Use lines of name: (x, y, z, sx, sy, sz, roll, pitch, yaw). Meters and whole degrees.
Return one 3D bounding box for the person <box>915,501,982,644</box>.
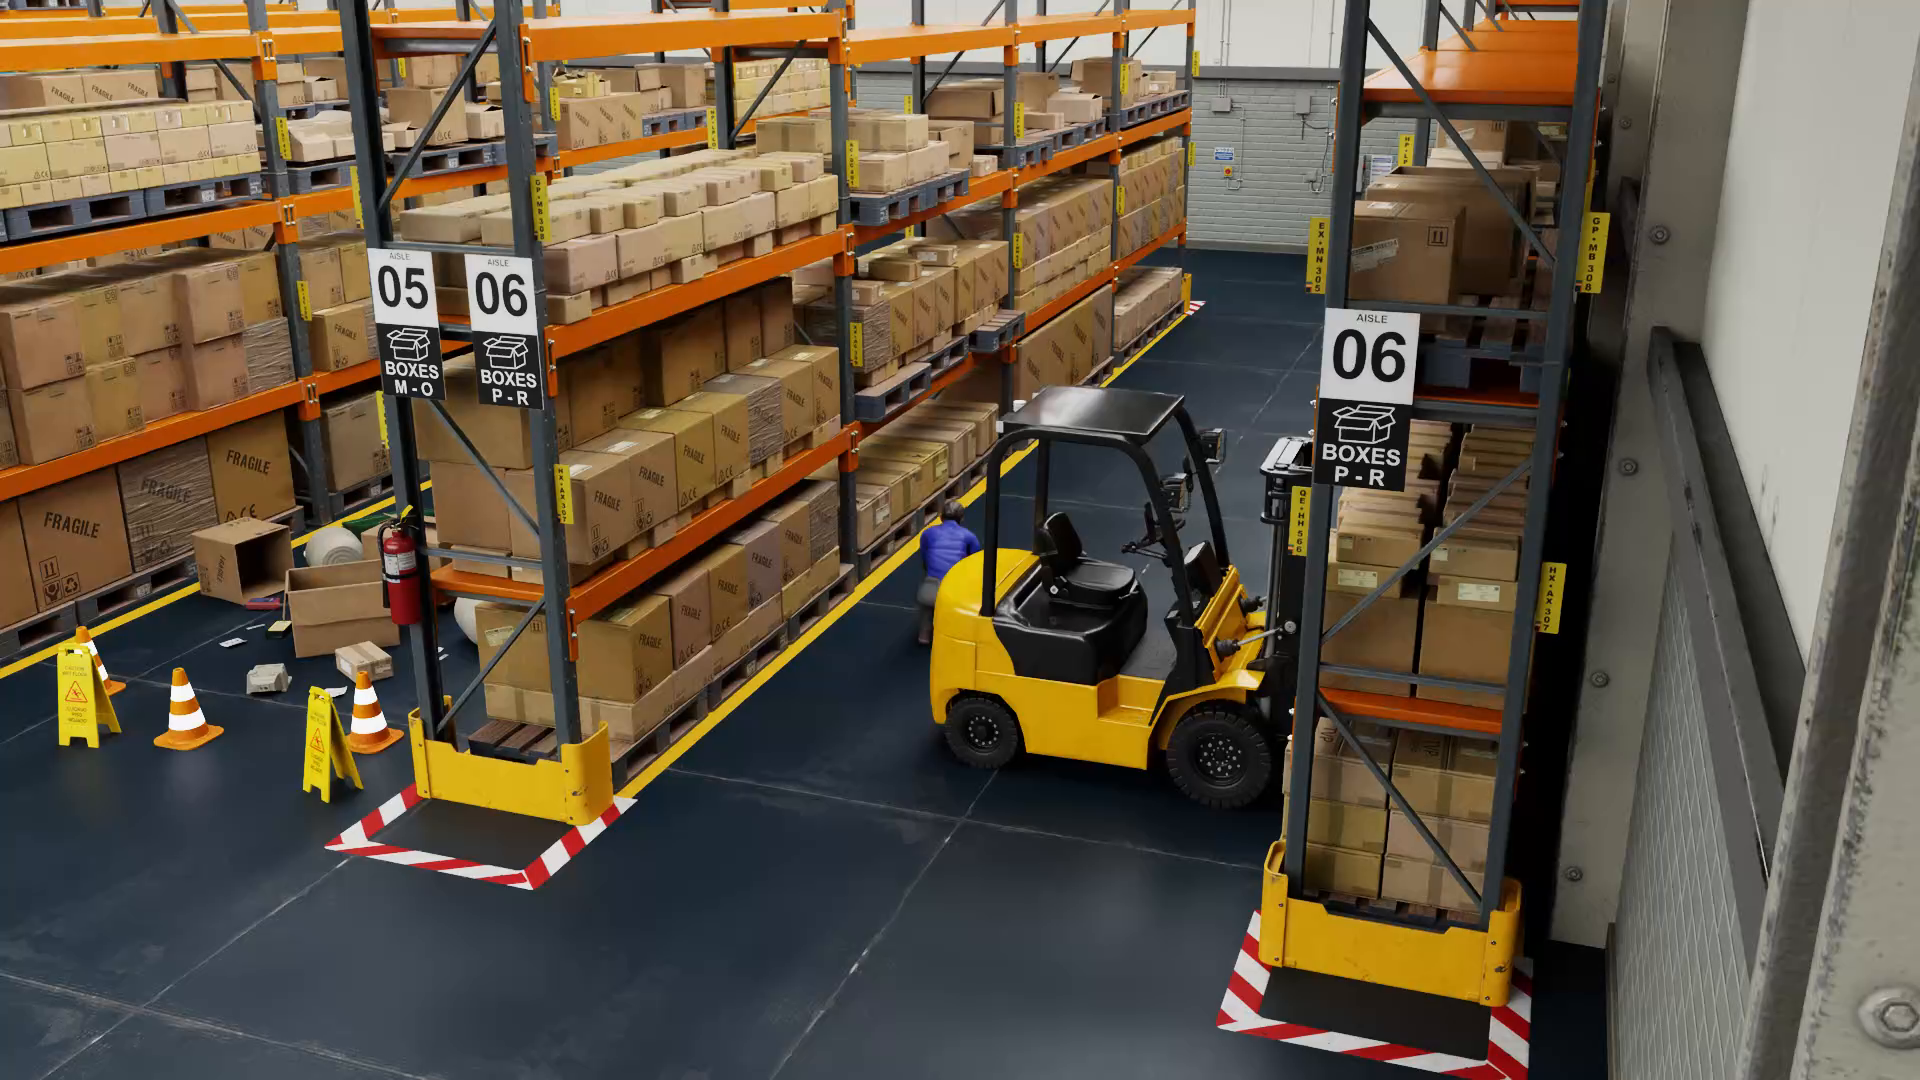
person: (-0.071, 0.246, 11.972, 0.513, 0.952, 0.759, 6, 20, 16)
